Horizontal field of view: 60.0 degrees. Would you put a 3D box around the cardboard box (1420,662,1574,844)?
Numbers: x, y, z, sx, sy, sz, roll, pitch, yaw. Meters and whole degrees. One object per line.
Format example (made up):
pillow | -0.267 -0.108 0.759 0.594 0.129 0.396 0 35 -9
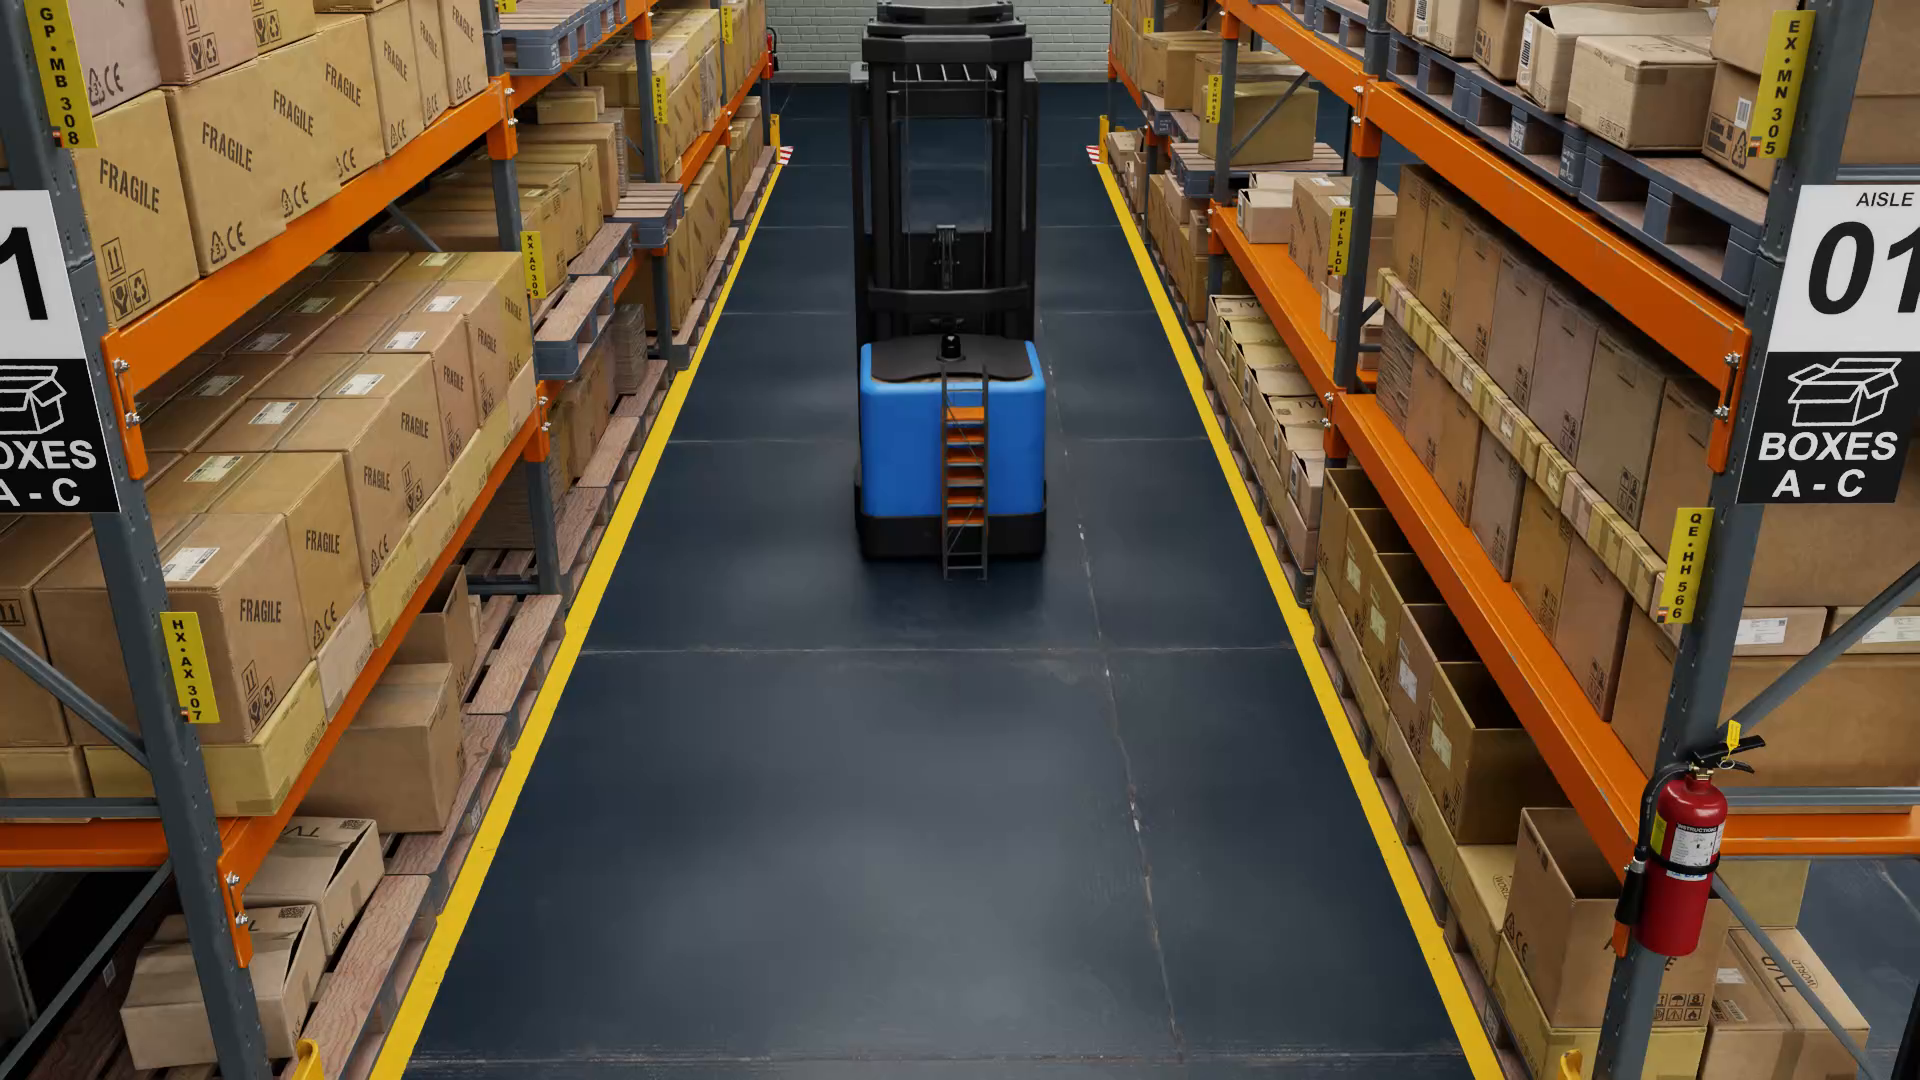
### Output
cardboard box | 2.077 0.795 6.269 0.500 0.500 0.500 0 24 -1

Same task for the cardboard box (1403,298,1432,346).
cardboard box | 2.179 -0.961 7.327 0.380 0.149 0.250 -1 24 -2

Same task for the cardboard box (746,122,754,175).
cardboard box | -2.602 -4.213 17.950 0.700 0.500 0.500 -1 24 -2

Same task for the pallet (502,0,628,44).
pallet | -2.505 -2.881 9.068 1.213 0.211 1.003 0 24 -1

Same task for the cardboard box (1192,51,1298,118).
cardboard box | 2.356 -3.747 13.764 0.700 0.500 0.500 -6 25 -14

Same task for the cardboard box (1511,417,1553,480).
cardboard box | 2.196 -0.324 5.919 0.380 0.149 0.250 0 24 1

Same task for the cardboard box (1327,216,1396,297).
cardboard box | 2.365 -1.521 9.351 0.500 0.500 0.500 1 24 3

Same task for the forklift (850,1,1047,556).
forklift | -0.104 -1.810 10.195 1.130 2.935 3.031 -1 24 -2

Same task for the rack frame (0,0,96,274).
rack frame | -2.547 -2.003 3.258 1.000 3.000 0.127 0 24 -1

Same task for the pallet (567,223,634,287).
pallet | -2.572 -1.663 10.020 1.003 0.211 1.213 0 24 -1

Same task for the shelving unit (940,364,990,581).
shelving unit | 0.025 -0.358 9.085 0.258 1.200 0.189 -1 24 -2

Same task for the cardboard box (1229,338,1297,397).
cardboard box | 2.048 -1.140 10.777 0.500 0.311 0.500 -1 24 -2

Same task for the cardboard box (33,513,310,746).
cardboard box | -2.252 0.250 4.805 0.500 0.500 0.500 0 24 0

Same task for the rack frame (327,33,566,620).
rack frame | -2.591 -0.918 8.139 1.000 3.000 0.127 0 24 -1

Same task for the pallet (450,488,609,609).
pallet | -2.601 0.032 9.423 1.003 0.211 1.213 0 24 -1

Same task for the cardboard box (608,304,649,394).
cardboard box | -2.574 -1.331 11.552 0.700 0.500 0.500 0 24 0

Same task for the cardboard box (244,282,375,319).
cardboard box | -2.793 -0.792 7.110 0.500 0.500 0.500 0 24 -1

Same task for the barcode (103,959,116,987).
barcode | -2.865 1.460 5.600 0.001 0.075 0.075 0 24 -1

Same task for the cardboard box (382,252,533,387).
cardboard box | -2.276 -1.007 7.584 0.500 0.500 0.500 0 24 -1

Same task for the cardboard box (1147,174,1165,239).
cardboard box | 2.037 -3.099 15.462 0.500 0.500 0.500 -1 24 -3

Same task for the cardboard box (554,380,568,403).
cardboard box | -2.633 -1.020 9.954 0.500 0.250 0.500 -1 24 -2

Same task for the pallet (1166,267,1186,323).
pallet | 2.338 -2.128 14.200 1.003 0.211 1.213 0 24 -1

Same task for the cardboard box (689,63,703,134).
cardboard box | -2.398 -3.592 13.546 0.500 0.500 0.500 0 24 1

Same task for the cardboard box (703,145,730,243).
cardboard box | -2.541 -3.159 15.193 0.750 0.750 0.750 0 24 0

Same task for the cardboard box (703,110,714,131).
cardboard box | -2.345 -3.651 14.464 0.380 0.149 0.250 0 24 -1

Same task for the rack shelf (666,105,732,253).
rack shelf | -2.656 -3.062 13.754 1.077 0.370 4.000 0 24 -1

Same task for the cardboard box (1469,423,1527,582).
cardboard box | 2.394 -0.169 6.362 0.700 0.500 0.500 0 24 1

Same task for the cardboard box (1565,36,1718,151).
cardboard box | 2.130 -1.320 4.891 0.500 0.250 0.500 0 24 -1

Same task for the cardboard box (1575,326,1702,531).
cardboard box | 2.402 -0.361 5.212 0.700 0.500 0.500 -1 24 -2

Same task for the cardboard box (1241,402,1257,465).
cardboard box | 2.054 -0.678 10.437 0.500 0.250 0.500 0 24 1

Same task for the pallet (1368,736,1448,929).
pallet | 2.346 1.161 6.927 1.003 0.211 1.213 0 24 -1

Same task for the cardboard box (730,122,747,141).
cardboard box | -2.411 -4.228 17.194 0.380 0.149 0.250 -1 24 -2

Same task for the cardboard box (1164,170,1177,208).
cardboard box | 2.048 -3.029 14.396 0.500 0.250 0.500 0 24 0

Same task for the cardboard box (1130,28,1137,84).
cardboard box | 1.998 -4.912 16.850 0.500 0.500 0.500 0 24 1

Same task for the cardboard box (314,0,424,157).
cardboard box | -2.301 -1.695 6.073 0.500 0.500 0.500 -1 24 -3

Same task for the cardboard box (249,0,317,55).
cardboard box | -2.280 -1.724 4.923 0.500 0.500 0.500 0 24 1

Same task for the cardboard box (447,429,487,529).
cardboard box | -2.264 -0.252 6.825 0.500 0.250 0.500 0 24 -1

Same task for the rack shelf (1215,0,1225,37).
rack shelf | 2.297 -4.453 13.188 1.077 0.370 4.000 0 24 -1

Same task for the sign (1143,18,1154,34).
sign | 1.733 -4.627 15.290 0.100 0.325 0.005 0 24 -1

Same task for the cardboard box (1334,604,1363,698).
cardboard box | 2.065 0.519 7.791 0.500 0.250 0.500 0 24 -1

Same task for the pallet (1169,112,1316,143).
pallet | 2.293 -3.304 13.647 1.003 0.211 1.213 0 24 -1

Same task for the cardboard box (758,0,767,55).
cardboard box | -2.706 -5.789 18.546 0.980 0.700 0.700 1 24 2

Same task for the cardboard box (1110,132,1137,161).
cardboard box | 1.959 -4.402 18.647 0.500 0.250 0.500 0 24 -1

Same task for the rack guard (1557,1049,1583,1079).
rack guard | 2.407 1.856 5.040 1.175 0.500 0.348 0 24 -1

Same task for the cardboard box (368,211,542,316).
cardboard box | -2.562 -1.374 8.492 0.700 0.500 0.500 0 24 0

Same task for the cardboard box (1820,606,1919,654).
cardboard box | 2.617 0.203 4.753 0.380 0.149 0.250 0 24 -1

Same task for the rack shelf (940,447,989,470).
rack shelf | 0.025 -0.426 9.053 0.258 0.103 0.180 -1 24 -2

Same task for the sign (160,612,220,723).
sign | -2.005 0.334 4.322 0.100 0.325 0.005 0 24 -1

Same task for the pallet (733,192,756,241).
pallet | -2.608 -3.257 16.696 1.003 0.211 1.213 0 24 -1

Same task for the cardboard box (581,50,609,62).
cardboard box | -2.901 -3.497 12.425 0.500 0.250 0.500 -1 24 -2

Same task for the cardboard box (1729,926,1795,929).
cardboard box | 2.614 1.340 5.974 0.500 0.250 0.500 0 24 -1

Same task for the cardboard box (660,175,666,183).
cardboard box | -2.400 -2.701 12.363 0.380 0.149 0.250 0 24 0

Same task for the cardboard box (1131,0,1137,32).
cardboard box | 1.997 -5.365 16.638 0.500 0.500 0.500 0 24 0
